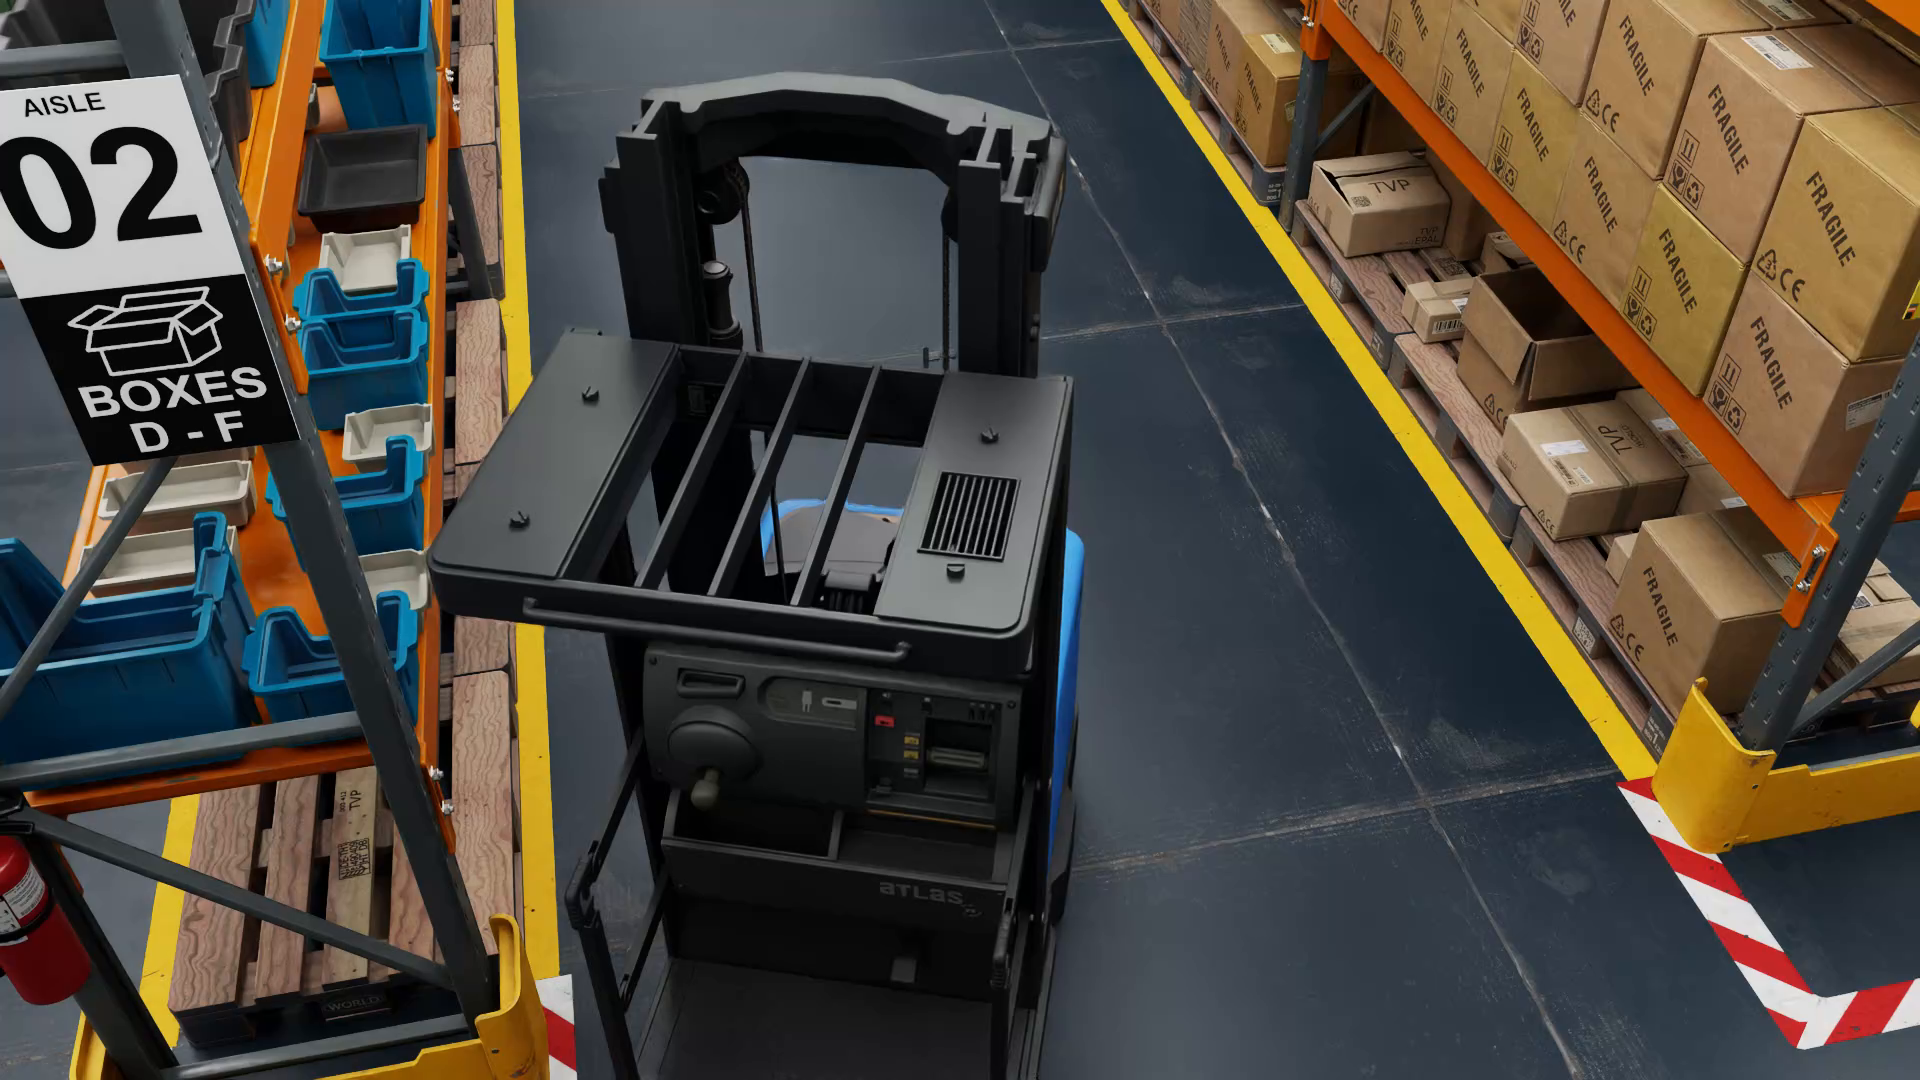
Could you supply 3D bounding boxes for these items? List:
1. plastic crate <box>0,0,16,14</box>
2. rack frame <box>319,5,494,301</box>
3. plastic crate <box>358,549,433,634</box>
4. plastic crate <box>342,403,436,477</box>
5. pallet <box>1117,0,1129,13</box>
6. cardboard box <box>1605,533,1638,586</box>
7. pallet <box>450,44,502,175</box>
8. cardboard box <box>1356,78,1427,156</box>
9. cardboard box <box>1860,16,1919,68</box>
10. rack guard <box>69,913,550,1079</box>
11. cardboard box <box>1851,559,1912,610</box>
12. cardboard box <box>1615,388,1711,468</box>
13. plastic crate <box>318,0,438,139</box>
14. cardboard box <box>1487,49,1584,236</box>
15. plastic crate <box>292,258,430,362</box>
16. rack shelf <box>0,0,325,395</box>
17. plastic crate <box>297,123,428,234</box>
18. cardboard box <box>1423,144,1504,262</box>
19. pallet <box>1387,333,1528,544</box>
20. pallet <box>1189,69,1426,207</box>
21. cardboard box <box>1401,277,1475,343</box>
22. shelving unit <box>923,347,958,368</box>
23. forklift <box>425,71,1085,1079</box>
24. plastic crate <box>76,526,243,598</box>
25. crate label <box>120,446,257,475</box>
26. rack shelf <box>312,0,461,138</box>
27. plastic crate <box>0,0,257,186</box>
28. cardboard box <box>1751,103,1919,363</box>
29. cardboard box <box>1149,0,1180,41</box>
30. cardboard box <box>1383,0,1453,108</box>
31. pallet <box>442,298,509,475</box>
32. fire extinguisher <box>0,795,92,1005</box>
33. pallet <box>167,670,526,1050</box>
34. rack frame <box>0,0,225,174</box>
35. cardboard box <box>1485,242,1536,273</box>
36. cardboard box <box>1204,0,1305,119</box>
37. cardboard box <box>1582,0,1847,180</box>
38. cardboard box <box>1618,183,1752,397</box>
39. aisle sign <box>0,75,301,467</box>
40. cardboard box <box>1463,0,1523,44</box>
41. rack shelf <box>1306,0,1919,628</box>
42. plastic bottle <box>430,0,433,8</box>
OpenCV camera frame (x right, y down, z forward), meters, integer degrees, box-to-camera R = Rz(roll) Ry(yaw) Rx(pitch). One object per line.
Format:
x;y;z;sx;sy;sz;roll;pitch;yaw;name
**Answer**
-2.319;-1.142;3.677;0.450;0.188;0.336;-8;42;-9;plastic crate
-2.691;-2.094;6.849;1.000;3.000;0.127;-8;42;-9;rack frame
-1.548;0.148;4.477;0.250;0.136;0.298;-8;42;-9;plastic crate
-1.694;-0.291;4.972;0.250;0.136;0.298;-8;42;-9;plastic crate
1.407;-3.861;10.941;1.003;0.211;1.213;-8;42;-9;pallet
2.652;0.094;6.187;0.380;0.166;0.250;-8;42;-9;cardboard box
-3.084;-2.349;9.238;1.003;0.211;1.213;-8;42;-9;pallet
2.280;-2.379;8.722;0.500;0.500;0.500;-10;43;-11;cardboard box
3.051;-1.283;5.107;0.500;0.500;0.500;-8;42;-9;cardboard box
-1.810;1.448;4.742;1.175;0.500;0.348;-8;42;-9;rack guard
3.201;0.204;6.063;0.380;0.166;0.250;-8;42;-9;cardboard box
2.954;-0.386;6.665;0.500;0.250;0.500;-8;42;-9;cardboard box
-2.257;-1.856;6.548;0.392;0.384;0.575;-8;42;-9;plastic crate
2.321;-1.483;6.086;0.500;0.500;0.500;-9;42;-10;cardboard box
-1.908;-0.716;5.378;0.416;0.233;0.300;-8;42;-9;plastic crate
-2.259;-1.650;4.632;1.077;0.370;4.000;-8;42;-9;rack shelf
-2.187;-1.326;6.146;0.437;0.125;0.590;-8;42;-9;plastic crate
2.546;-1.702;7.959;0.500;0.500;0.500;-8;42;-9;cardboard box
2.561;-0.520;7.177;1.003;0.211;1.213;-8;42;-9;pallet
1.934;-2.280;9.159;1.003;0.211;1.213;-8;42;-9;pallet
2.222;-1.043;7.469;0.380;0.166;0.250;-8;42;-9;cardboard box
0.002;-0.331;6.445;0.258;0.900;0.210;-8;42;-9;shelving unit
-0.350;0.576;3.894;1.130;2.935;3.031;6;42;7;forklift
-2.180;0.073;4.562;0.396;0.136;0.243;-8;42;-9;plastic crate
-2.313;-0.294;4.975;0.396;0.136;0.243;-8;42;-9;crate label
-3.123;-3.121;8.548;1.077;0.370;4.000;-8;42;-9;rack shelf
-1.639;-0.863;3.302;0.497;0.269;0.590;-8;42;-9;plastic crate
2.645;-0.868;4.640;0.500;0.500;0.500;-9;42;-10;cardboard box
1.442;-3.285;9.743;0.500;0.500;0.500;-10;43;-11;cardboard box
2.104;-2.137;6.823;0.500;0.500;0.500;-8;42;-9;cardboard box
-2.494;-0.580;7.244;1.003;0.211;1.213;-8;42;-9;pallet
-2.239;0.831;3.894;0.296;0.674;0.183;-8;42;-9;fire extinguisher
-1.968;1.002;5.462;1.003;0.211;1.213;-8;42;-9;pallet
-1.828;-1.744;1.936;1.000;3.000;0.127;-8;42;-9;rack frame
2.708;-1.145;7.474;0.500;0.311;0.500;-8;42;-9;cardboard box
1.662;-2.631;9.006;0.500;0.500;0.500;-8;42;-9;cardboard box
2.419;-1.531;5.387;0.500;0.500;0.500;-7;42;-8;cardboard box
2.532;-0.833;5.353;0.500;0.500;0.500;-8;42;-9;cardboard box
-1.522;-0.469;3.060;0.394;0.787;0.004;-8;42;-9;aisle sign
2.196;-2.199;6.139;0.500;0.500;0.500;-10;42;-11;cardboard box
2.578;-1.235;6.424;1.077;0.370;4.000;-8;42;-9;rack shelf
-2.425;-2.477;7.430;0.097;0.201;0.097;0;42;0;plastic bottle
